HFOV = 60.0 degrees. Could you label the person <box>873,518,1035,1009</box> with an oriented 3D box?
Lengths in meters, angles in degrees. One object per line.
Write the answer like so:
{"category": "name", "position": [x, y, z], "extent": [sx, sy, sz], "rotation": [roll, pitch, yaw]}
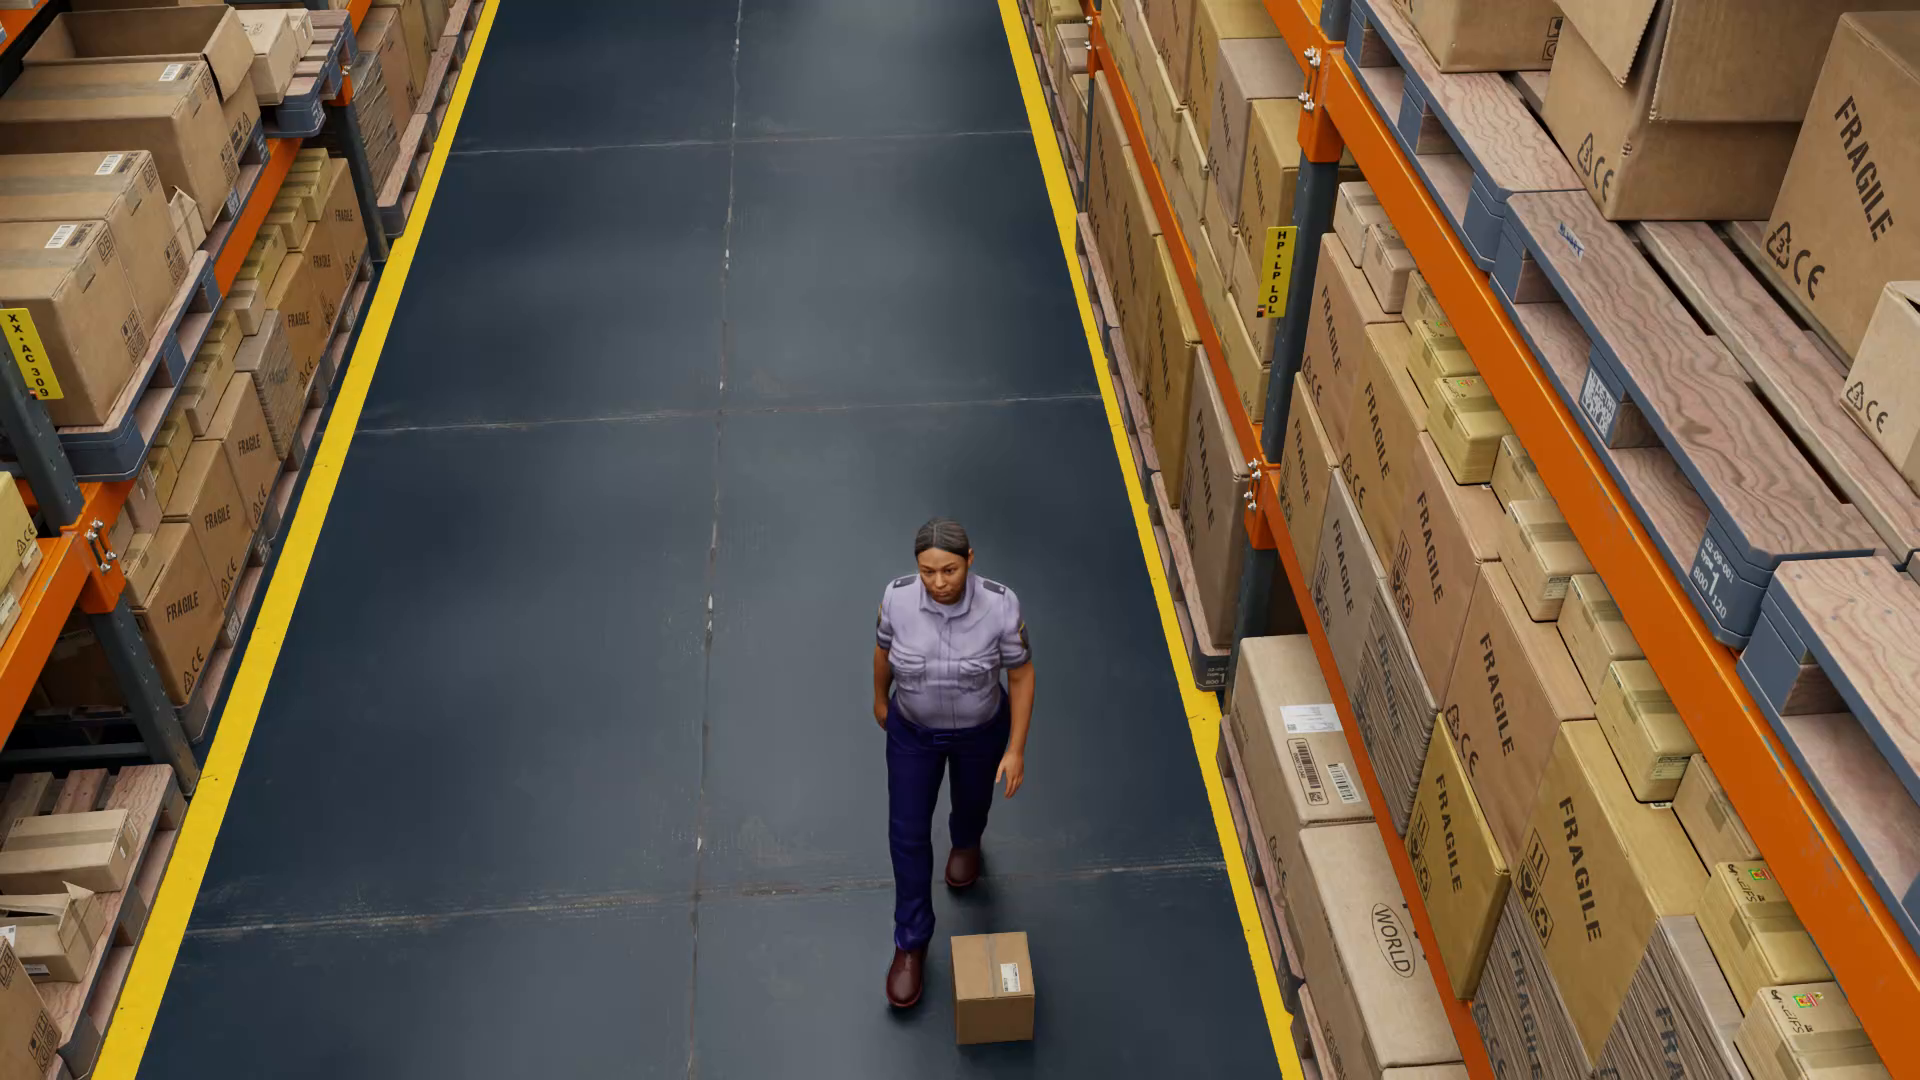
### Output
{"category": "person", "position": [-0.031, 0.698, 5.318], "extent": [0.528, 1.623, 0.830], "rotation": [0, 39, 0]}
